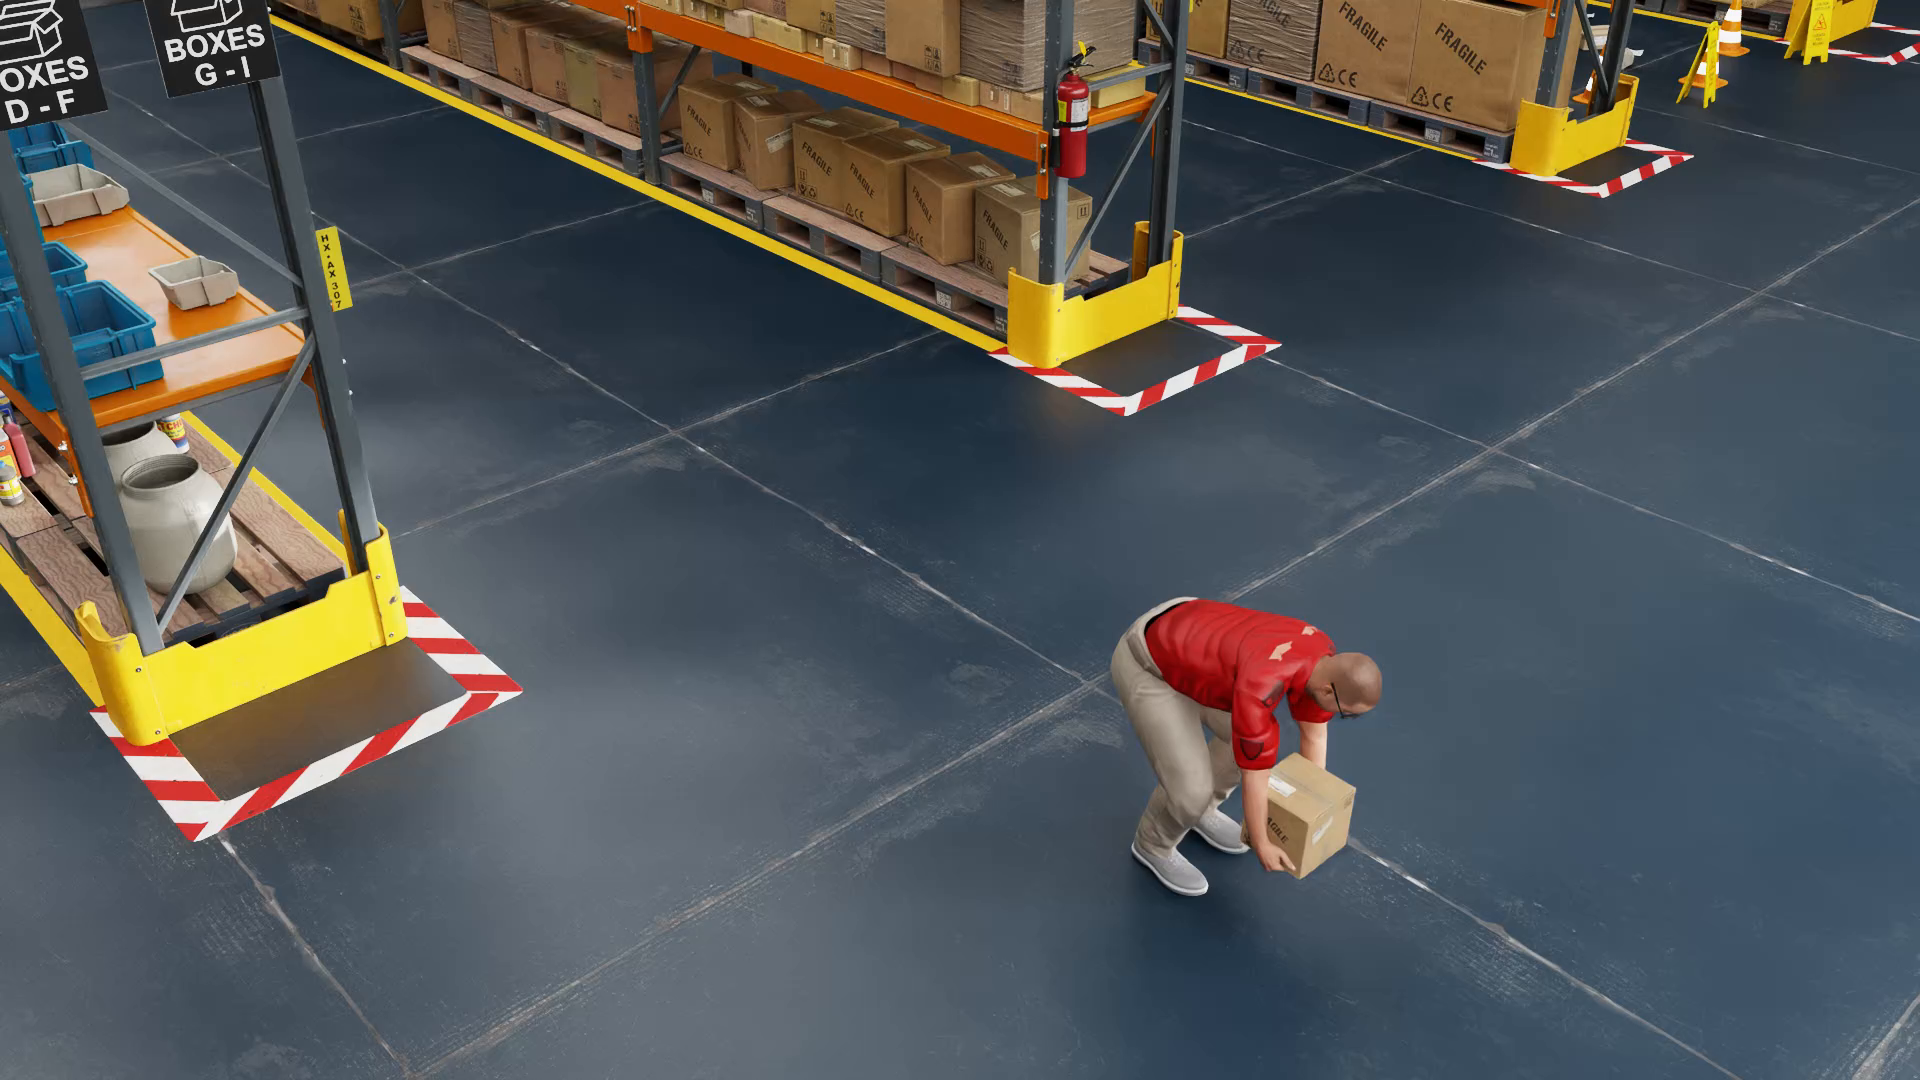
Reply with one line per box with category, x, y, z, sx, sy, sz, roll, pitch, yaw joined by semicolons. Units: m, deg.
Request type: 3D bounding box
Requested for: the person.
person;0.951;0.718;5.563;0.881;1.124;0.503;27;41;37
